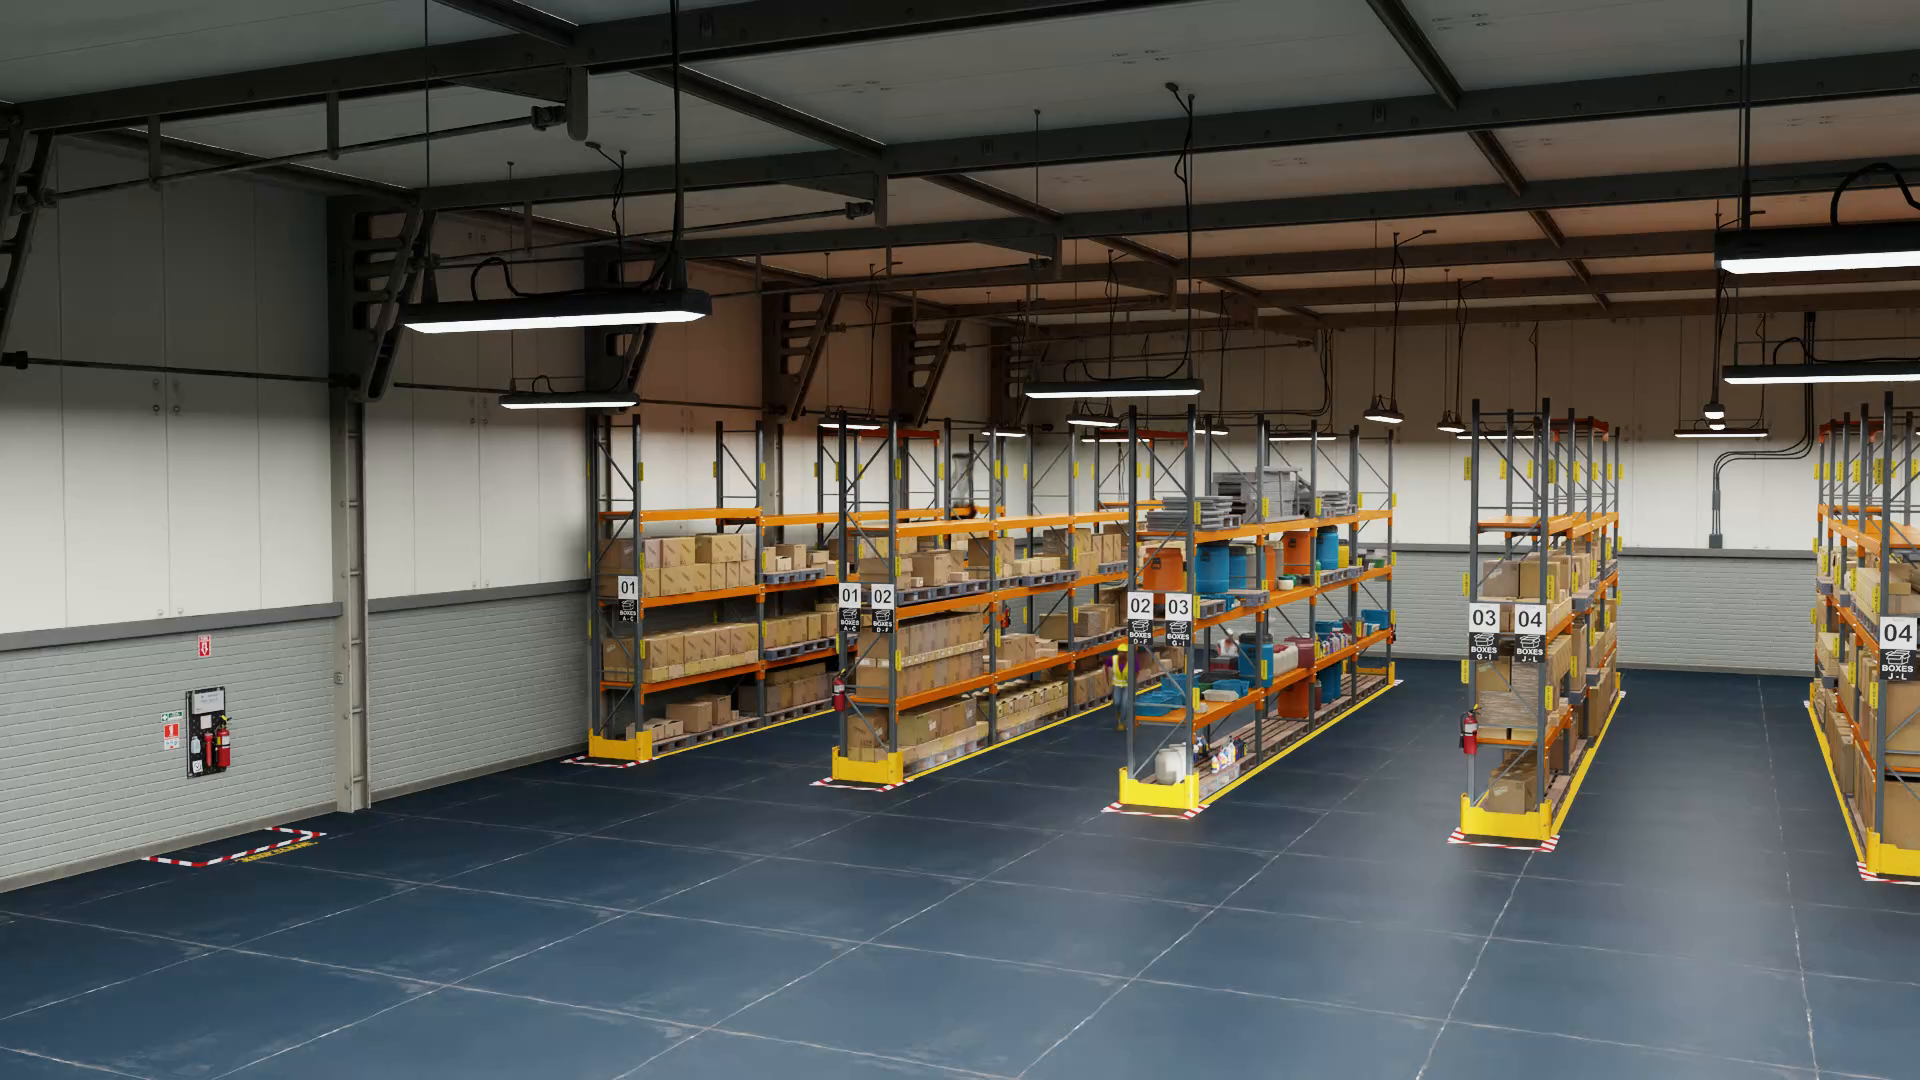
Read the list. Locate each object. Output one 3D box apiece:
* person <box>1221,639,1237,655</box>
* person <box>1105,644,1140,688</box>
[{"bbox_3d":[5.652,2.735,34.556,0.415,1.372,0.906,1,3,21],"label":"person"},{"bbox_3d":[3.125,2.427,32.110,0.685,0.846,0.674,0,2,7],"label":"person"}]
